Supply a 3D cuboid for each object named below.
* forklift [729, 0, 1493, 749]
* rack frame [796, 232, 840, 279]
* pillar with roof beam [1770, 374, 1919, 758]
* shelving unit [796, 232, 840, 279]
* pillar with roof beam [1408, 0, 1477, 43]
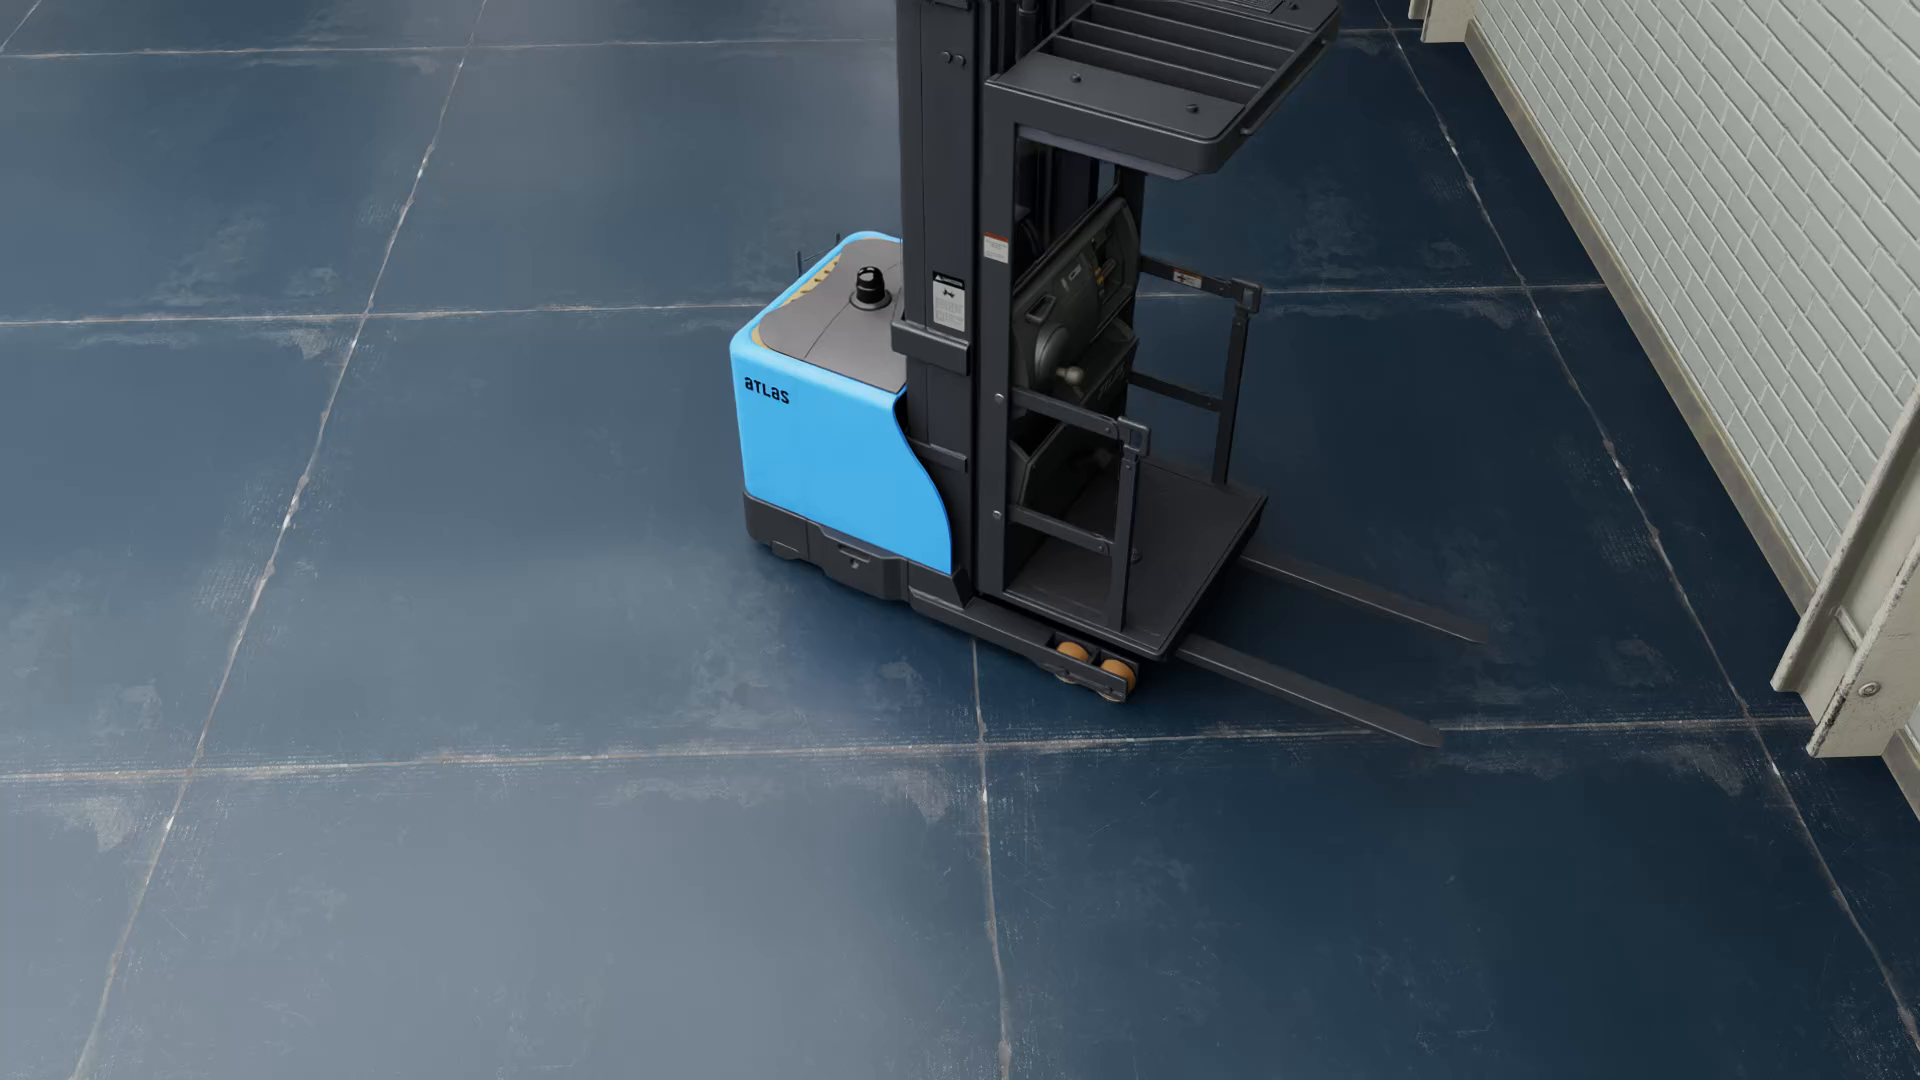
[{"bbox_3d":[0.610,-0.858,6.017,3.031,2.935,1.130,21,47,22],"label":"forklift"},{"bbox_3d":[-0.628,-0.987,7.660,0.240,0.900,0.006,-31,51,-29],"label":"rack frame"},{"bbox_3d":[-0.908,-2.502,3.320,9.100,9.000,0.400,-2,43,-2],"label":"pillar with roof beam"},{"bbox_3d":[-0.561,-0.935,7.604,0.258,0.900,0.210,-31,51,-29],"label":"shelving unit"},{"bbox_3d":[-1.162,-6.553,7.739,9.100,9.000,0.400,-2,43,-2],"label":"pillar with roof beam"}]
